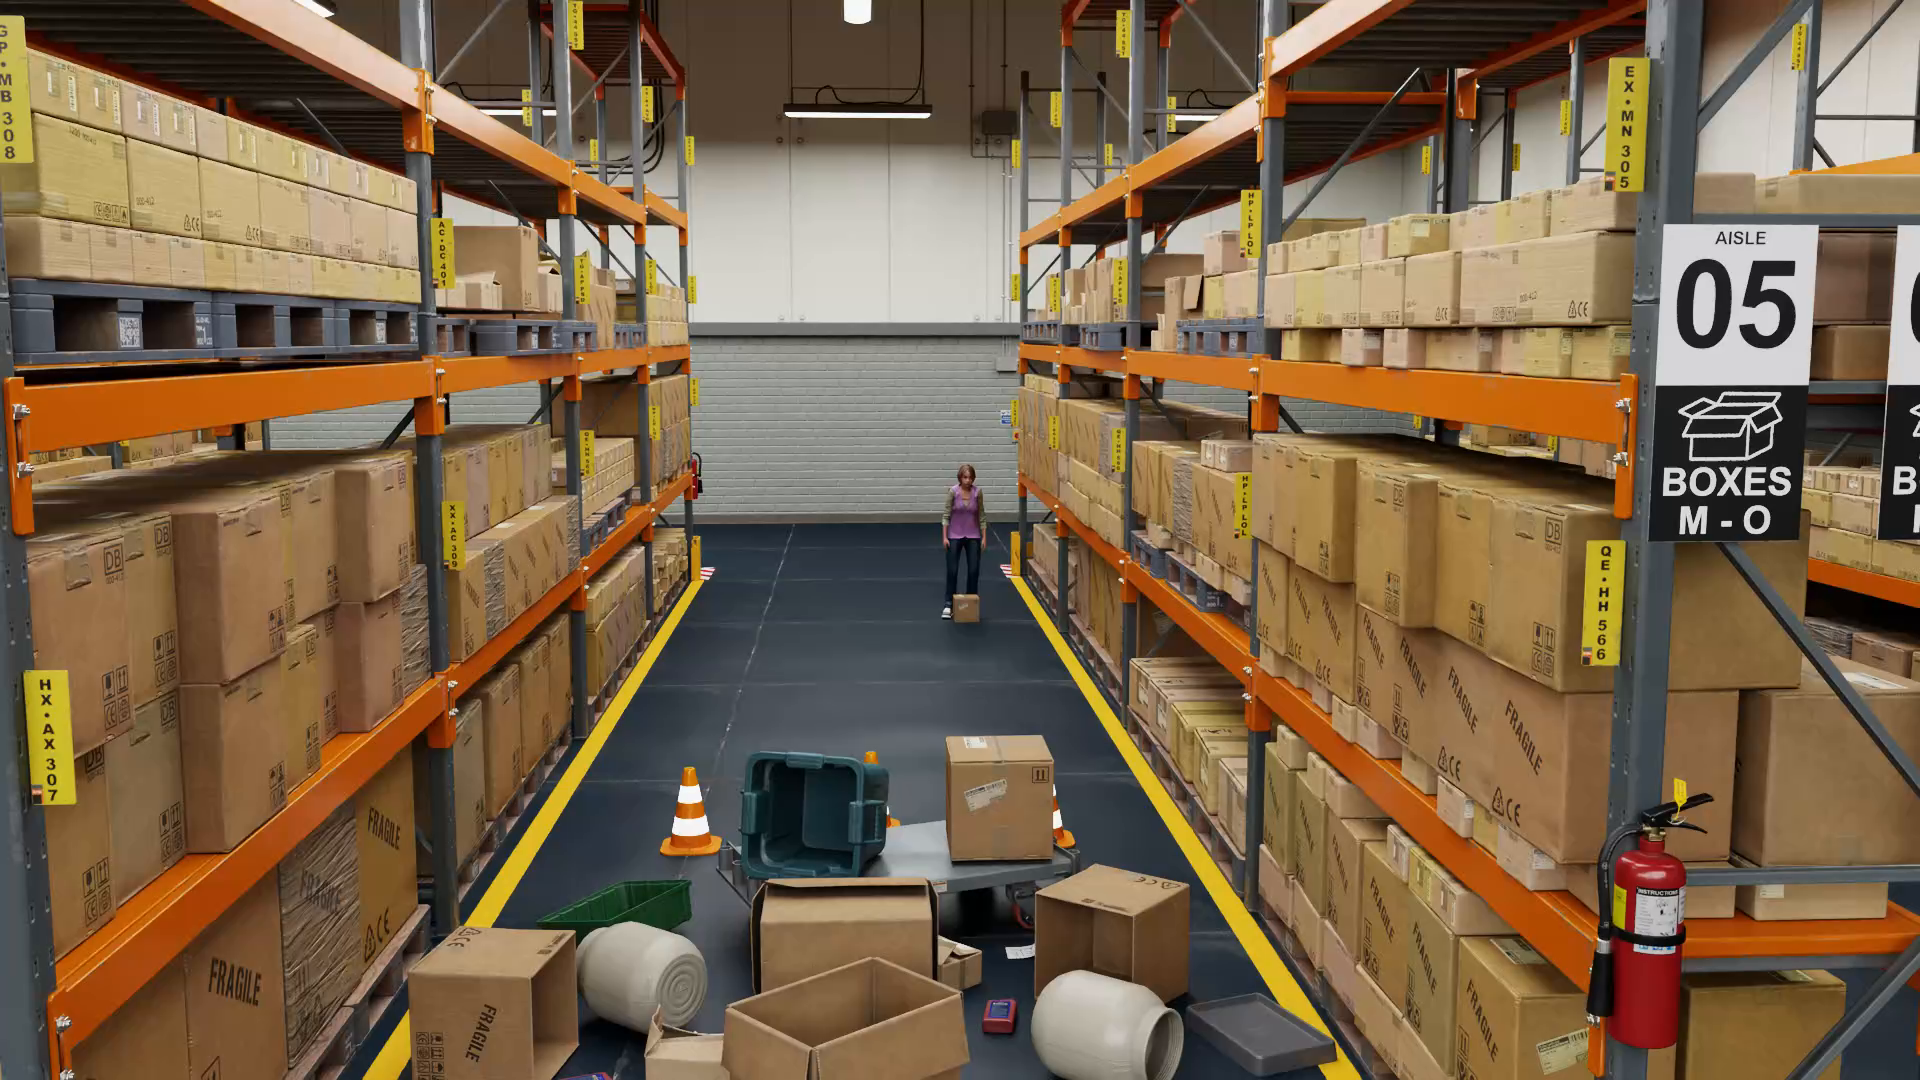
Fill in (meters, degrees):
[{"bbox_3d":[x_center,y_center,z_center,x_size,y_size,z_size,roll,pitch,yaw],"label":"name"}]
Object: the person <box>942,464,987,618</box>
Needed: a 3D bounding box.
[{"bbox_3d":[0.041,0.007,17.239,0.482,1.594,0.341,-1,7,-6],"label":"person"}]
